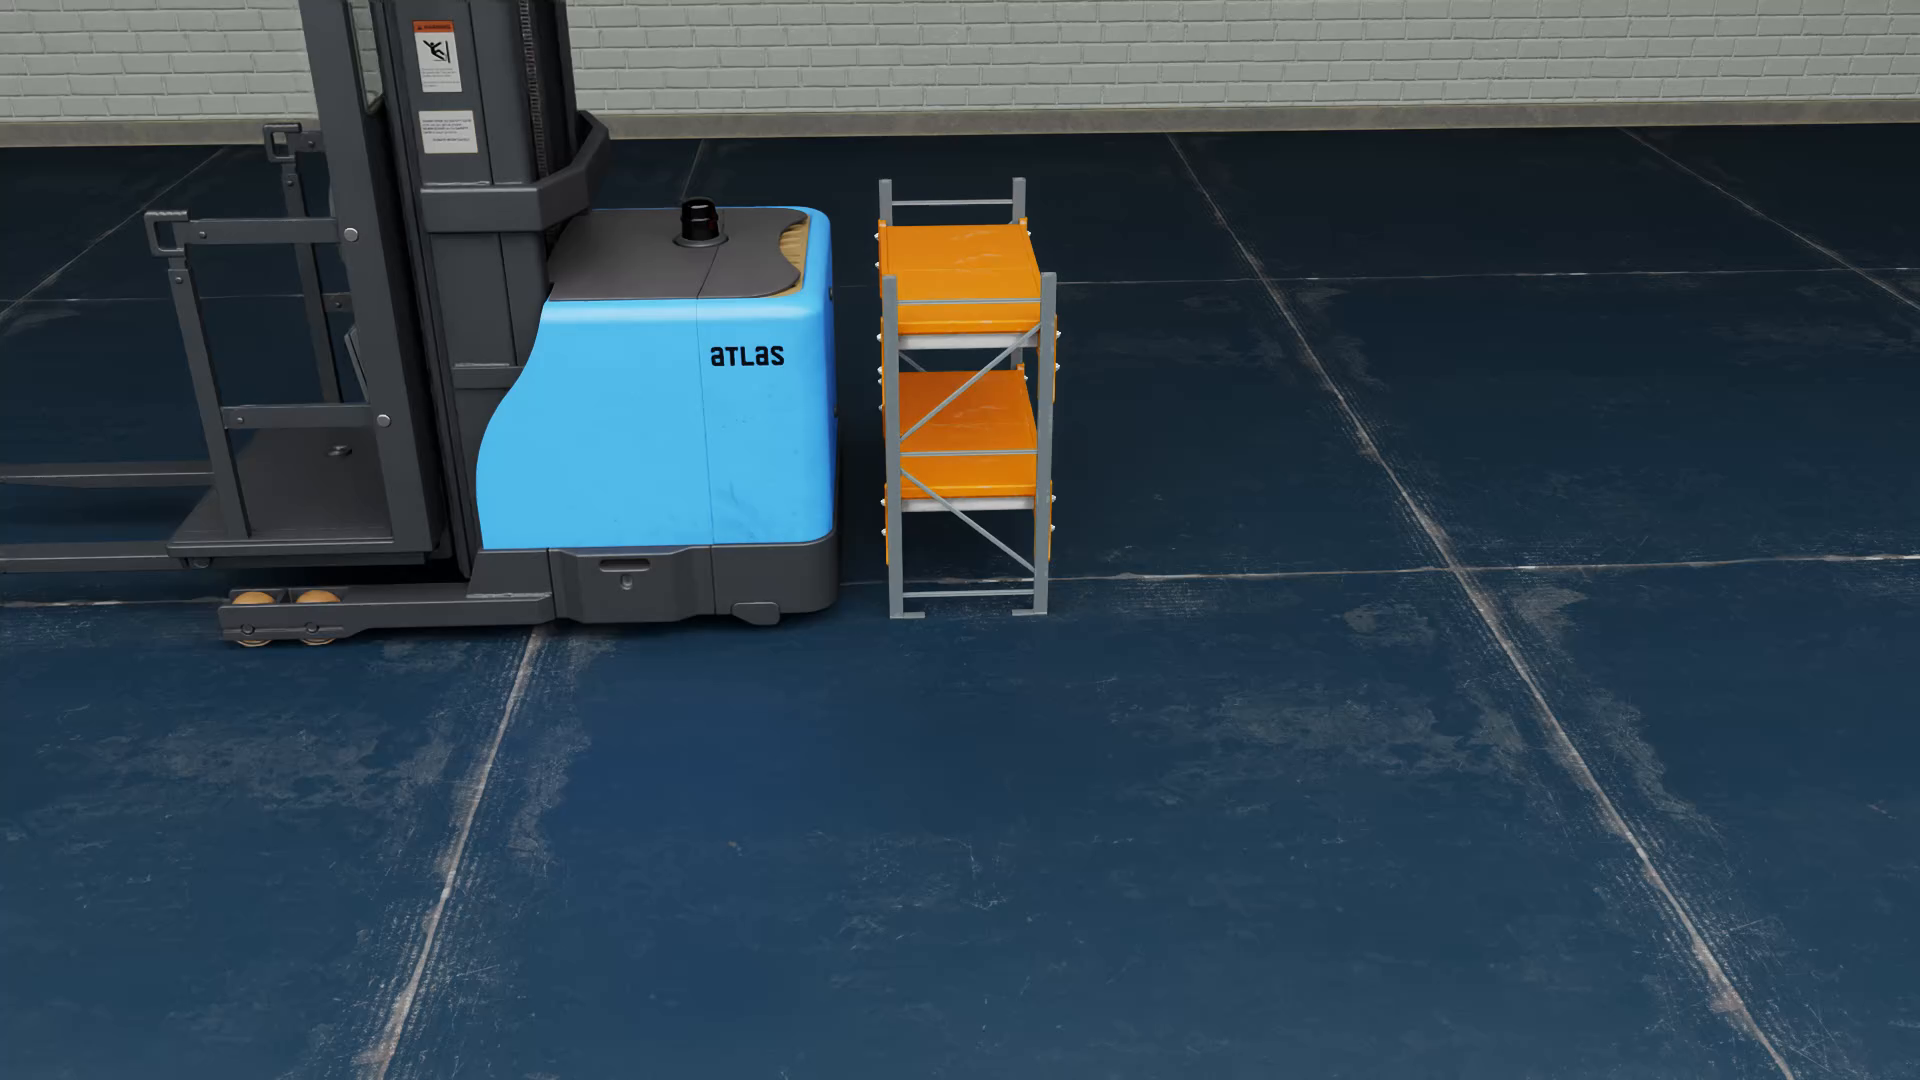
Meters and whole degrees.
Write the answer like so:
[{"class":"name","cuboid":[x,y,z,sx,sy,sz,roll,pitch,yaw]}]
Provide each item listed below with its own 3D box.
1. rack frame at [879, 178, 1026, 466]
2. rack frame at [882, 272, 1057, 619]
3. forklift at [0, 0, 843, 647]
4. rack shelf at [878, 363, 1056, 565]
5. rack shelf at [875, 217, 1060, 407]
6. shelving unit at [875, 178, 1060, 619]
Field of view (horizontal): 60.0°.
[{"class":"rack frame","cuboid":[-0.026,-0.730,5.934,0.500,1.125,0.032,-1,28,-3]},{"class":"rack frame","cuboid":[0.027,-0.261,5.034,0.500,1.125,0.032,-1,28,-3]},{"class":"forklift","cuboid":[-1.915,-1.222,4.923,3.031,2.935,1.130,-1,28,-2]},{"class":"rack shelf","cuboid":[0.000,-0.279,5.597,0.538,0.278,1.000,-1,28,-3]},{"class":"rack shelf","cuboid":[0.000,-0.755,5.349,0.538,0.278,1.000,-1,28,-3]},{"class":"shelving unit","cuboid":[0.000,-0.496,5.484,0.538,1.125,1.048,-1,28,-3]}]
